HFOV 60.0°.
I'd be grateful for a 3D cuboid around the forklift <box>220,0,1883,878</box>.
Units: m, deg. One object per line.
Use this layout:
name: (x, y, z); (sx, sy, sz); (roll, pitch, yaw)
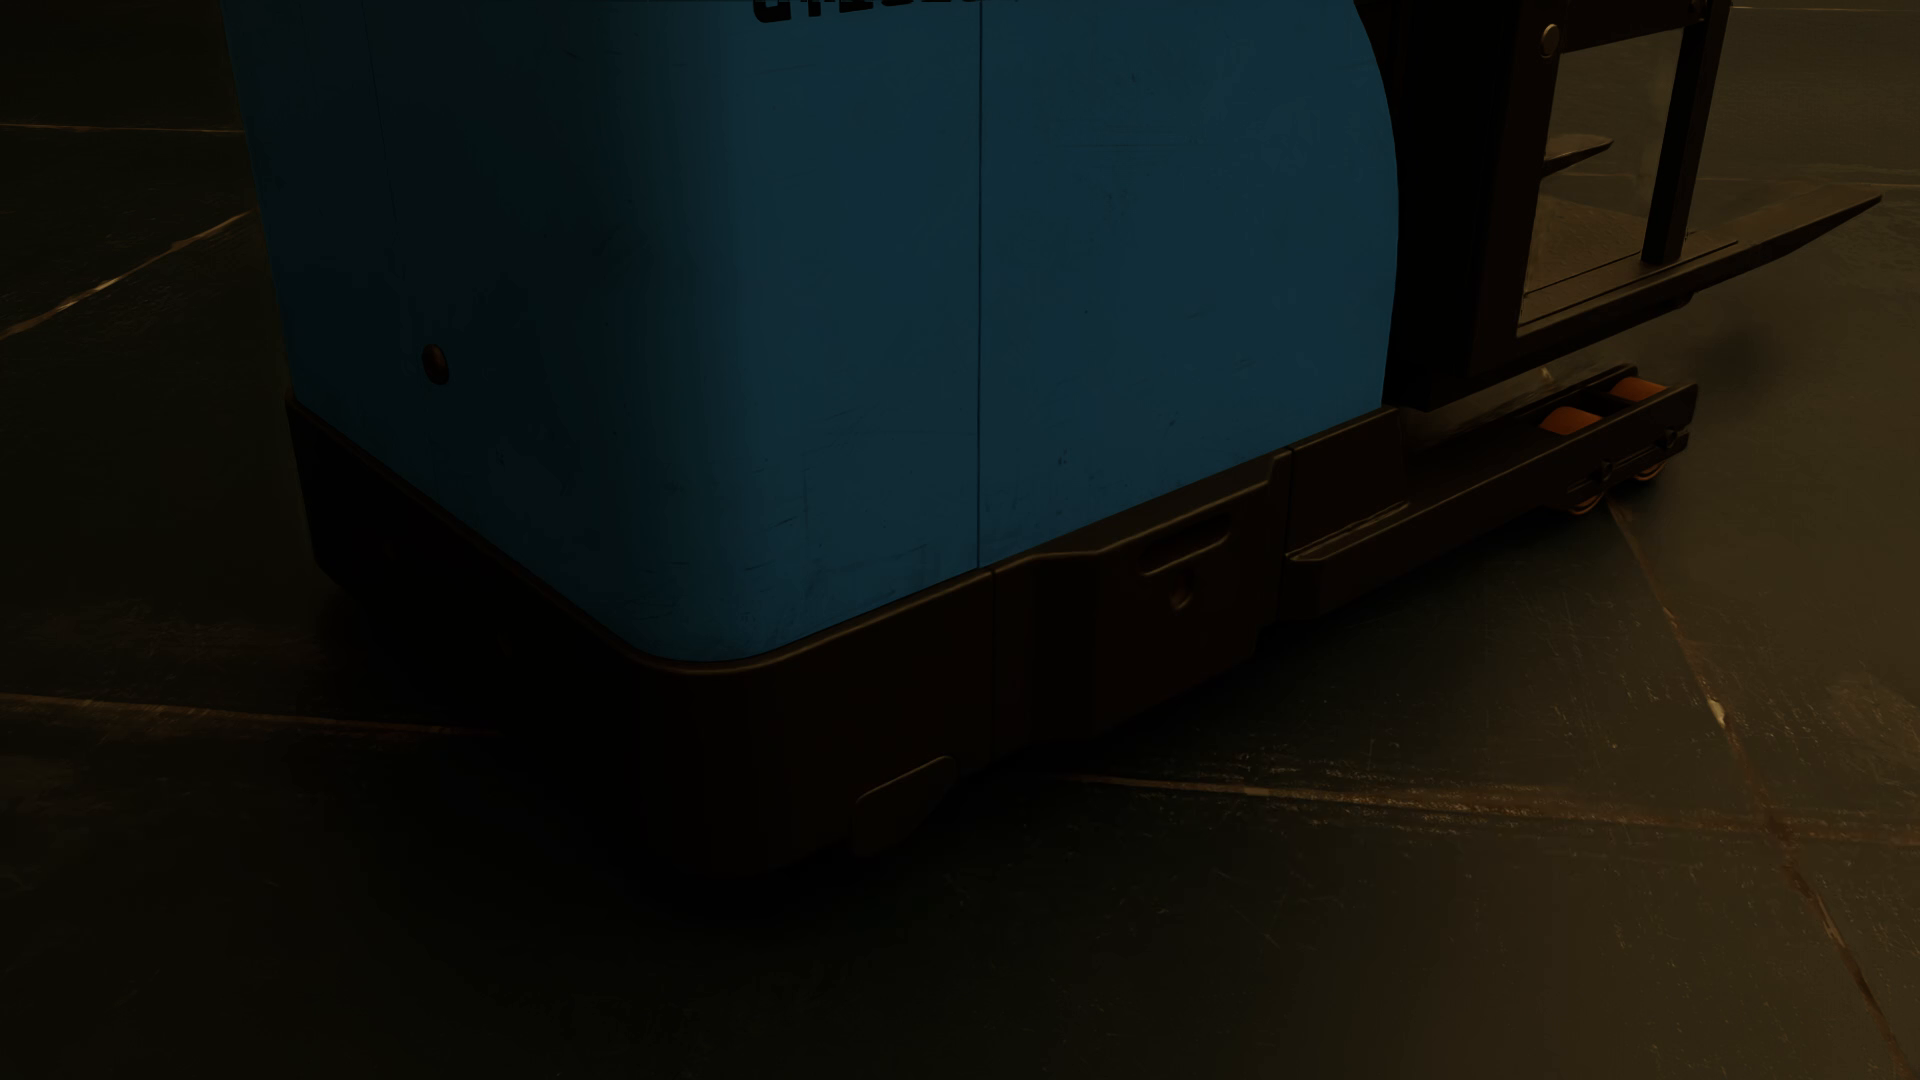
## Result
forklift: (0.553, -1.508, 2.239); (3.031, 2.935, 1.130); (-21, 33, -36)
